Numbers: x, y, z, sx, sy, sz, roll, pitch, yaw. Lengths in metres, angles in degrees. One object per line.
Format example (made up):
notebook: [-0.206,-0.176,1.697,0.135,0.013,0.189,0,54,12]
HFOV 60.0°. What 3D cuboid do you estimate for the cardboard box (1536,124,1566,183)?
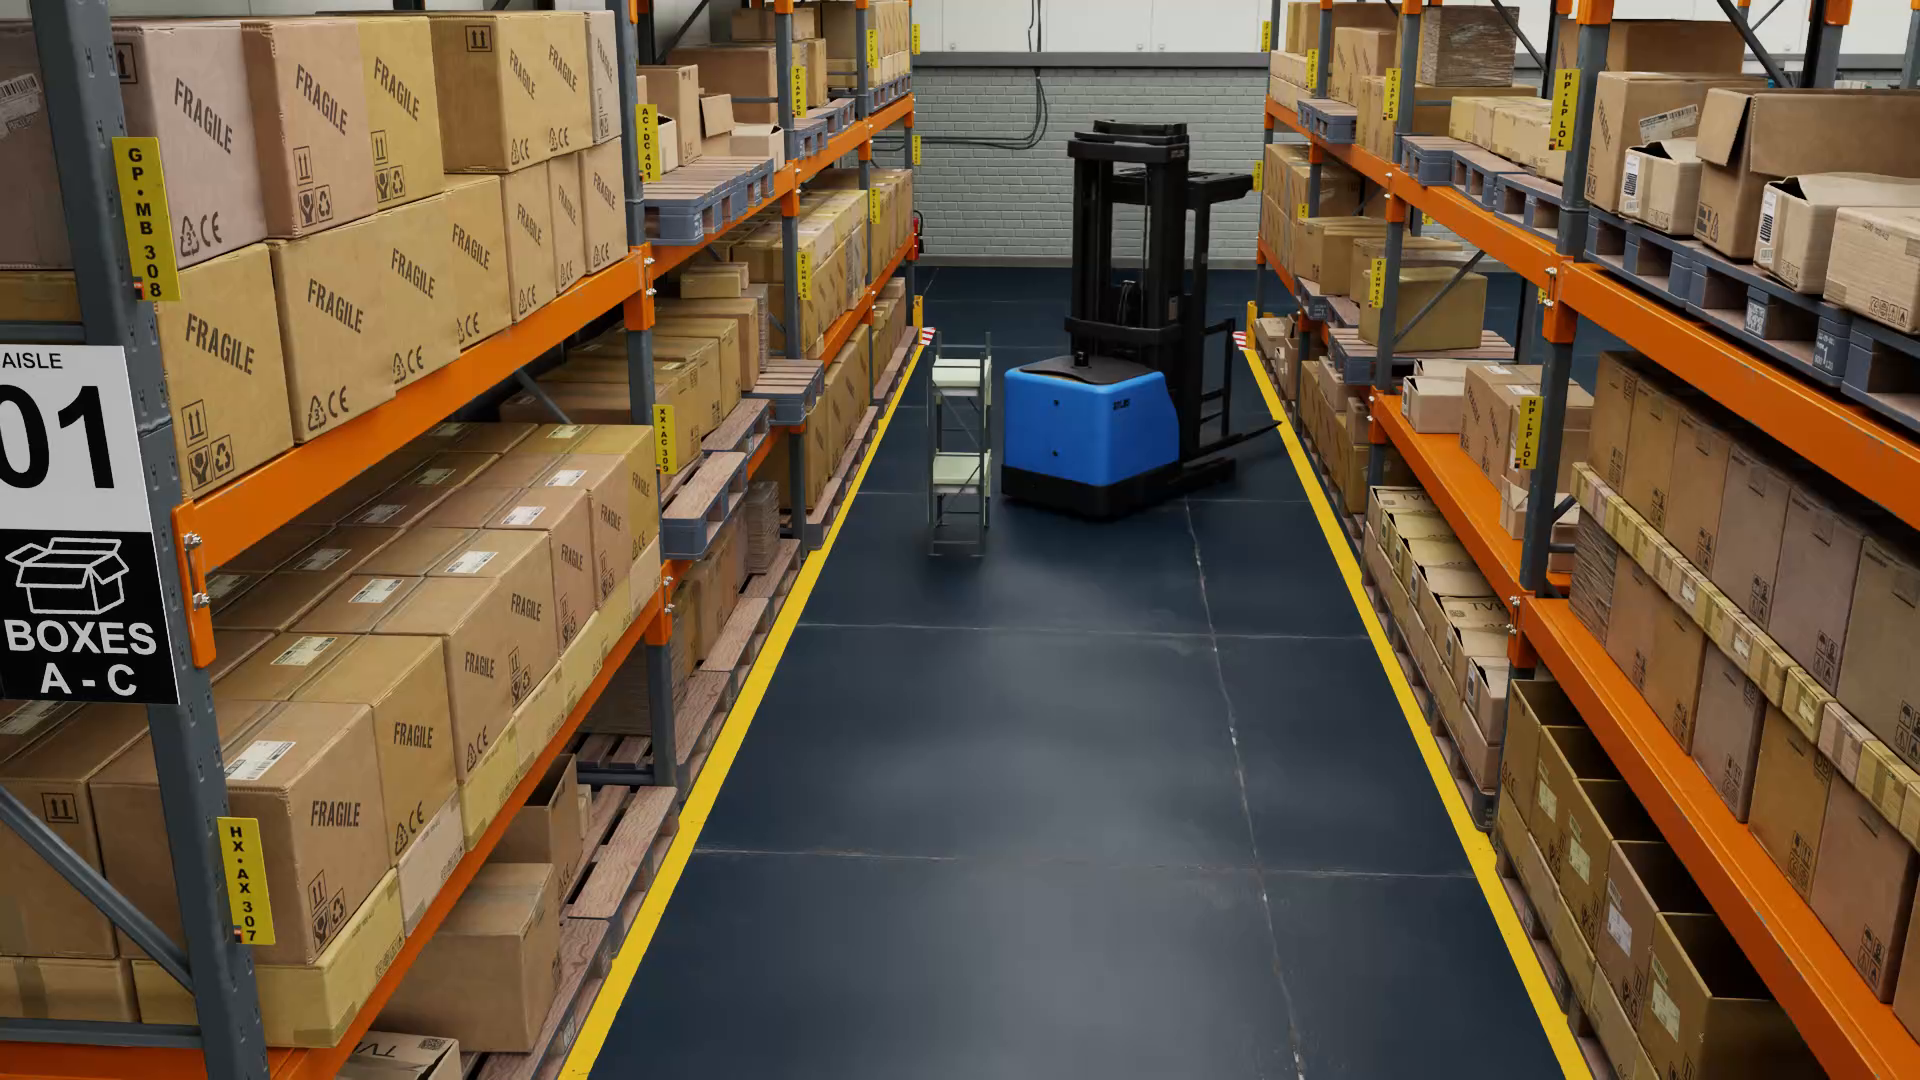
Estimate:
cardboard box: [3.135,-1.864,8.043,0.500,0.250,0.500,0,18,-1]

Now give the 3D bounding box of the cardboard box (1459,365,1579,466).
cardboard box: [3.227,-0.717,9.633,0.500,0.500,0.500,0,18,1]

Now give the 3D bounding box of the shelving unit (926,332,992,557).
shelving unit: [0.000,-0.711,12.183,0.431,1.500,0.755,1,18,4]

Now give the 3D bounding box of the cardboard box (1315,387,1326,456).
cardboard box: [3.270,-0.989,13.930,0.500,0.500,0.500,2,18,5]

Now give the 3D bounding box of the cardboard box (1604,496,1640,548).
cardboard box: [2.798,-0.067,6.608,0.380,0.149,0.250,1,18,2]

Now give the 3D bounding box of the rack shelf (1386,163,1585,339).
rack shelf: [3.188,-1.653,8.989,1.077,0.370,4.000,1,18,4]

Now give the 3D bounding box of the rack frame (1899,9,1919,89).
rack frame: [8.559,-5.172,13.756,1.000,3.000,0.127,1,18,4]

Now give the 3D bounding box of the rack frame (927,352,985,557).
rack frame: [-0.027,-0.597,11.836,0.400,1.500,0.023,1,18,4]

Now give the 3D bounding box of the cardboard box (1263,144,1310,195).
cardboard box: [3.610,-4.066,18.249,0.500,0.500,0.500,2,18,6]

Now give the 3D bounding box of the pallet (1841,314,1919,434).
pallet: [2.834,-0.309,3.872,1.003,0.211,1.213,1,18,4]

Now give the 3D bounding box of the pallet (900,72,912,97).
pallet: [-1.079,-4.937,17.999,1.003,0.211,1.213,1,18,4]

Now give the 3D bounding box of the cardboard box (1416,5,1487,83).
cardboard box: [3.406,-3.433,11.498,0.500,0.500,0.500,1,18,4]

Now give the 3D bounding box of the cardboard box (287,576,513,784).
cardboard box: [-1.761,0.435,5.284,0.500,0.500,0.500,1,18,2]

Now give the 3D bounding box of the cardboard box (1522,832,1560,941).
cardboard box: [2.668,1.451,6.919,0.500,0.250,0.500,1,18,4]

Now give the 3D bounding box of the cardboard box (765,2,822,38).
cardboard box: [-1.506,-4.722,15.402,0.500,0.500,0.500,1,18,3]

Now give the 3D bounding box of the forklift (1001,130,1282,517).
forklift: [1.668,-1.926,13.697,1.129,2.867,3.031,15,23,38]

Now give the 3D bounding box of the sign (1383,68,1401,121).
sign: [2.790,-2.875,10.731,0.100,0.325,0.005,1,18,4]

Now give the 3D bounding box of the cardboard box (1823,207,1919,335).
cardboard box: [2.577,-0.690,4.236,0.500,0.250,0.500,1,18,4]

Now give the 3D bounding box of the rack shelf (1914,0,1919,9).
rack shelf: [8.415,-4.019,12.035,1.077,0.370,4.000,1,18,4]

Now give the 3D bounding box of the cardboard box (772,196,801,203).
cardboard box: [-1.647,-2.798,14.269,0.500,0.250,0.500,1,18,5]

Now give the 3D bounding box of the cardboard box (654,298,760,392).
cardboard box: [-1.647,-1.236,10.512,0.700,0.500,0.500,0,18,-1]

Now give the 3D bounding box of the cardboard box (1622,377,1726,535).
cardboard box: [2.984,-0.318,6.331,0.700,0.500,0.500,1,18,4]

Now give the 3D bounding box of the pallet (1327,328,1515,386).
pallet: [3.310,-1.312,11.917,1.213,0.211,1.003,1,18,4]

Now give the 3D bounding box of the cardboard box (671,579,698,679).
cardboard box: [-1.873,0.530,9.295,0.700,0.500,0.500,1,18,3]

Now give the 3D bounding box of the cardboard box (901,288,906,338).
cardboard box: [-0.987,-2.577,18.810,0.700,0.500,0.500,1,18,4]

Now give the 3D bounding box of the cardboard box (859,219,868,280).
cardboard box: [-1.105,-2.592,14.845,0.500,0.500,0.500,1,18,3]

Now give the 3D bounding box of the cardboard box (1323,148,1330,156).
cardboard box: [4.112,-3.897,17.732,0.500,0.500,0.500,2,18,5]

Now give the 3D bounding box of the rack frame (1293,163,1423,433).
rack frame: [3.618,-2.433,15.031,1.000,3.000,0.127,1,18,4]

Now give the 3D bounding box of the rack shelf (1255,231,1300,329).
rack shelf: [3.762,-2.712,17.039,1.077,0.370,4.000,1,18,4]

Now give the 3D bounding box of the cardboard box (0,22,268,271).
cardboard box: [-1.914,-0.887,3.698,0.500,0.500,0.500,0,18,0]

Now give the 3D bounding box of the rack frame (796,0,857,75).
rack frame: [-1.320,-5.393,14.431,0.949,2.616,0.053,1,18,4]

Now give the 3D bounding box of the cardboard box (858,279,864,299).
cardboard box: [-1.059,-2.242,14.821,0.380,0.149,0.250,2,18,5]

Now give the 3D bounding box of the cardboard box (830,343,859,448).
cardboard box: [-1.301,-1.240,14.167,0.750,0.750,0.750,2,18,6]

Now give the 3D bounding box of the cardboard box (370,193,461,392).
cardboard box: [-1.803,-0.724,4.804,0.500,0.500,0.500,2,18,6]

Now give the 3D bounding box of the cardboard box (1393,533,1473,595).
cardboard box: [2.933,0.128,10.057,0.500,0.311,0.500,1,18,2]

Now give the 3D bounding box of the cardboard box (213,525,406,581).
cardboard box: [-2.247,0.266,5.800,0.500,0.500,0.500,2,18,5]

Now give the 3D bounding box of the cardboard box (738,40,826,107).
cardboard box: [-1.471,-3.779,13.455,0.700,0.500,0.500,1,18,3]

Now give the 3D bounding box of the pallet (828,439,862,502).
pallet: [-1.388,-0.596,13.903,1.003,0.211,1.213,1,18,4]

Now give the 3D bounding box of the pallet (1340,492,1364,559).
pallet: [3.423,-0.097,12.379,1.003,0.211,1.213,1,18,4]

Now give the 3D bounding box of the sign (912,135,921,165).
sign: [-0.496,-4.431,18.889,0.100,0.325,0.005,1,18,4]

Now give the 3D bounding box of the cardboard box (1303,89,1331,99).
cardboard box: [3.388,-3.944,15.066,0.500,0.250,0.500,1,18,4]

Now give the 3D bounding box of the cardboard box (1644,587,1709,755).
cardboard box: [2.948,0.462,6.036,0.700,0.500,0.500,2,18,5]

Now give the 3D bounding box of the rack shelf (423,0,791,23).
rack shelf: [-1.753,-2.998,8.918,1.077,0.370,4.000,1,18,4]

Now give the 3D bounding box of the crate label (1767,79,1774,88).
crate label: [8.457,-4.639,17.185,0.408,0.251,0.502,1,18,4]

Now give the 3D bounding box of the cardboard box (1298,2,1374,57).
cardboard box: [3.706,-4.999,16.279,0.700,0.500,0.500,1,18,4]

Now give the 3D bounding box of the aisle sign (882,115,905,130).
aisle sign: [-0.732,-5.036,18.799,0.394,0.787,0.004,1,18,4]

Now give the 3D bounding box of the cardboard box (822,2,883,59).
cardboard box: [-0.992,-4.715,15.380,0.500,0.500,0.500,1,18,3]

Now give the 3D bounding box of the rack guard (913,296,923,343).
rack guard: [-1.035,-2.604,19.568,1.175,0.500,0.348,1,18,4]

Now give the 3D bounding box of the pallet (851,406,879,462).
pallet: [-1.303,-0.976,15.063,1.003,0.211,1.213,1,18,4]

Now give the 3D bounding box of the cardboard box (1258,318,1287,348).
cardboard box: [3.547,-2.260,18.212,0.500,0.250,0.500,1,18,4]

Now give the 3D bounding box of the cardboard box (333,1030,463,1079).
cardboard box: [-2.003,1.863,5.531,0.500,0.311,0.500,3,18,8]

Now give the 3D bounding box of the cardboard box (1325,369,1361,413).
cardboard box: [3.233,-1.199,13.370,0.500,0.250,0.500,1,18,3]

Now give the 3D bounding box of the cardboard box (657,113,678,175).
cardboard box: [-1.733,-2.000,8.360,0.500,0.311,0.500,2,18,6]

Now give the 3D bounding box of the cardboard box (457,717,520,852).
cardboard box: [-1.766,0.782,5.428,0.500,0.250,0.500,1,18,3]

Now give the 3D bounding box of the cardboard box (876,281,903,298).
cardboard box: [-0.832,-2.762,18.333,0.380,0.149,0.250,2,18,5]
